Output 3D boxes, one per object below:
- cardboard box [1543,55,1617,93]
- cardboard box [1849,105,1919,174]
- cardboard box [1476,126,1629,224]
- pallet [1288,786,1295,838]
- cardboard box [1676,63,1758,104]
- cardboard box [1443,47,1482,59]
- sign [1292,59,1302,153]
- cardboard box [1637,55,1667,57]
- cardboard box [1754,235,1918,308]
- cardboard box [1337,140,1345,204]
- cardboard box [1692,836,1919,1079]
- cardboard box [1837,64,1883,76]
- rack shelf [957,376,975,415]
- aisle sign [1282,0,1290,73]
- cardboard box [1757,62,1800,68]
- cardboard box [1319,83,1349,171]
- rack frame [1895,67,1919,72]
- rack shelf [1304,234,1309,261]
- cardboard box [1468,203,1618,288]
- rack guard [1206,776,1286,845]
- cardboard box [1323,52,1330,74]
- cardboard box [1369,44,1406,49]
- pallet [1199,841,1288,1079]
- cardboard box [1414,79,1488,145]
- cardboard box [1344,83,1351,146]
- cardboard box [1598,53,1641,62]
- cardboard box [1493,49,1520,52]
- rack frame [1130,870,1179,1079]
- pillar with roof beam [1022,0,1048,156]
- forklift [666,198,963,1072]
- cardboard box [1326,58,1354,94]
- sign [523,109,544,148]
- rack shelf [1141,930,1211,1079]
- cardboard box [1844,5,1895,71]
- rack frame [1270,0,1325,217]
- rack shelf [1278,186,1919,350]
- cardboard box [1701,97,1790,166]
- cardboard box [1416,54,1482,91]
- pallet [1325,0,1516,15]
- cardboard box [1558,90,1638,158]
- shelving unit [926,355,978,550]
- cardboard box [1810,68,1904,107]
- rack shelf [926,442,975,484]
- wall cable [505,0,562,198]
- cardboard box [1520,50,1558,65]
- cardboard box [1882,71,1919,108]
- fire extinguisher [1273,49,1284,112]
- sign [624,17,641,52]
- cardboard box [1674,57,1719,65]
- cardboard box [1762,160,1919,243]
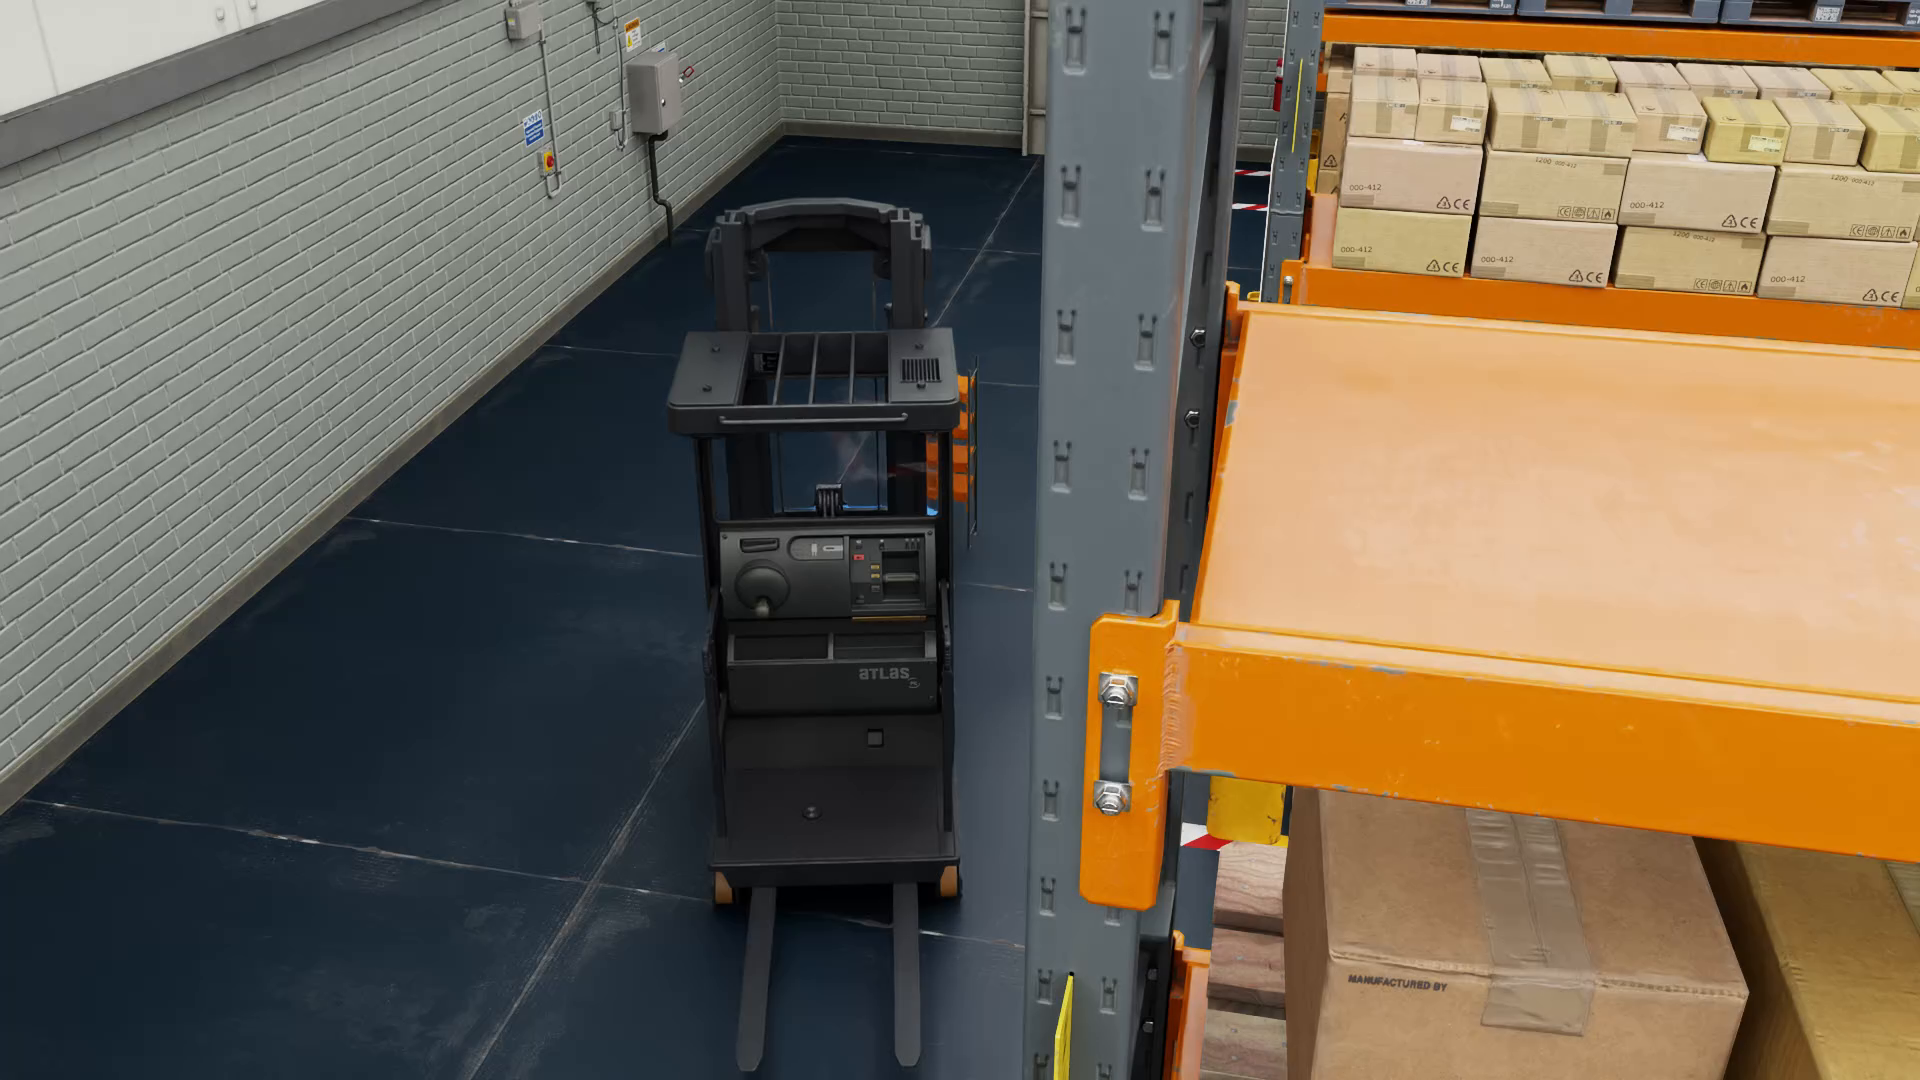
[{"bbox_3d":[2.513,-1.855,6.774,0.250,0.149,0.380,6,29,11],"label":"cardboard box"},{"bbox_3d":[3.401,-1.458,6.048,0.250,0.149,0.380,5,29,10],"label":"cardboard box"},{"bbox_3d":[2.260,-1.430,6.412,0.500,0.250,0.500,6,29,10],"label":"cardboard box"},{"bbox_3d":[2.236,1.150,8.091,1.213,0.211,1.003,6,29,11],"label":"pallet"},{"bbox_3d":[3.007,-1.784,6.644,0.250,0.149,0.380,6,29,12],"label":"cardboard box"},{"bbox_3d":[3.463,-3.293,11.483,0.250,0.149,0.380,7,29,12],"label":"cardboard box"},{"bbox_3d":[1.261,-1.623,6.218,0.005,0.325,0.100,6,29,11],"label":"sign"},{"bbox_3d":[6.212,-4.488,15.332,0.500,0.250,0.500,6,29,11],"label":"cardboard box"},{"bbox_3d":[3.283,-1.106,6.341,0.500,0.250,0.500,6,29,10],"label":"cardboard box"},{"bbox_3d":[1.874,-1.507,7.074,0.500,0.250,0.500,5,29,9],"label":"cardboard box"},{"bbox_3d":[1.284,0.693,2.253,0.500,0.500,0.700,5,29,9],"label":"cardboard box"},{"bbox_3d":[5.966,-3.033,11.007,0.250,0.149,0.380,5,29,10],"label":"cardboard box"},{"bbox_3d":[-0.162,-0.888,9.966,0.480,0.148,0.258,6,29,11],"label":"rack shelf"},{"bbox_3d":[2.178,-3.524,11.019,0.004,0.787,0.394,6,29,11],"label":"aisle sign"},{"bbox_3d":[5.453,-3.057,11.051,0.250,0.149,0.380,6,29,10],"label":"cardboard box"},{"bbox_3d":[2.719,-2.814,11.283,0.500,0.500,0.500,5,29,9],"label":"cardboard box"},{"bbox_3d":[6.221,-2.112,11.146,0.127,3.000,1.000,6,29,11],"label":"rack frame"},{"bbox_3d":[4.265,-1.997,11.685,4.000,0.370,1.077,6,29,11],"label":"rack shelf"},{"bbox_3d":[2.274,-1.208,6.528,0.500,0.250,0.500,7,29,12],"label":"cardboard box"},{"bbox_3d":[1.448,0.926,8.201,0.348,0.500,1.175,6,29,11],"label":"rack guard"},{"bbox_3d":[3.606,-4.573,15.902,0.250,0.149,0.380,6,29,10],"label":"cardboard box"},{"bbox_3d":[2.955,-3.324,11.539,0.250,0.149,0.380,6,29,11],"label":"cardboard box"},{"bbox_3d":[0.967,0.933,2.552,1.213,0.211,1.003,6,29,11],"label":"pallet"},{"bbox_3d":[1.889,-1.649,6.397,0.250,0.149,0.380,7,29,13],"label":"cardboard box"},{"bbox_3d":[1.878,-1.721,6.944,0.500,0.250,0.500,5,29,9],"label":"cardboard box"},{"bbox_3d":[4.481,-3.194,11.302,0.250,0.149,0.380,6,29,11],"label":"cardboard box"},{"bbox_3d":[5.223,-4.596,15.530,0.500,0.250,0.500,5,29,9],"label":"cardboard box"},{"bbox_3d":[0.240,2.141,3.378,0.127,3.000,1.000,6,29,11],"label":"rack frame"},{"bbox_3d":[-0.006,-6.148,12.271,0.400,9.000,9.100,6,29,11],"label":"pillar with roof beam"},{"bbox_3d":[-0.560,0.184,7.024,1.130,2.935,3.031,-1,29,-2],"label":"forklift"},{"bbox_3d":[2.598,-3.114,11.157,0.250,0.149,0.380,6,29,12],"label":"cardboard box"},{"bbox_3d":[-3.280,-3.170,12.797,0.001,0.218,0.327,6,29,11],"label":"sign"},{"bbox_3d":[2.195,1.341,2.464,4.000,0.370,1.077,6,29,11],"label":"rack shelf"},{"bbox_3d":[8.187,-4.466,14.905,0.500,0.500,0.700,6,29,11],"label":"cardboard box"},{"bbox_3d":[1.374,-2.810,6.174,0.127,3.000,1.000,6,29,11],"label":"rack frame"},{"bbox_3d":[3.330,-0.978,6.700,4.000,0.370,1.077,6,29,11],"label":"rack shelf"},{"bbox_3d":[2.889,-1.516,6.153,0.250,0.149,0.380,7,29,12],"label":"cardboard box"},{"bbox_3d":[1.986,-1.866,6.794,0.250,0.149,0.380,6,29,11],"label":"cardboard box"},{"bbox_3d":[3.037,-3.721,11.053,1.213,0.211,1.003,6,29,11],"label":"pallet"},{"bbox_3d":[2.377,-1.563,6.240,0.250,0.149,0.380,6,29,11],"label":"cardboard box"},{"bbox_3d":[-0.162,-0.543,10.154,0.503,1.200,0.258,6,29,11],"label":"shelving unit"},{"bbox_3d":[3.518,-1.739,6.561,0.250,0.149,0.380,5,29,9],"label":"cardboard box"},{"bbox_3d":[-0.162,-0.484,10.187,0.480,0.148,0.258,6,29,11],"label":"rack shelf"},{"bbox_3d":[-3.210,-3.527,12.640,0.123,1.953,0.585,6,29,11],"label":"wall cable"},{"bbox_3d":[3.961,-3.236,11.378,0.250,0.149,0.380,7,29,12],"label":"cardboard box"},{"bbox_3d":[3.777,-1.719,6.524,0.250,0.149,0.380,7,30,13],"label":"cardboard box"},{"bbox_3d":[3.102,-4.445,15.876,0.183,0.674,0.296,6,29,11],"label":"fire extinguisher"},{"bbox_3d":[-2.843,-4.397,14.459,0.001,0.242,0.339,6,29,11],"label":"sign"},{"bbox_3d":[4.970,-3.150,11.222,0.250,0.149,0.380,5,29,9],"label":"cardboard box"},{"bbox_3d":[3.247,-1.323,6.218,0.500,0.250,0.500,5,29,9],"label":"cardboard box"}]
